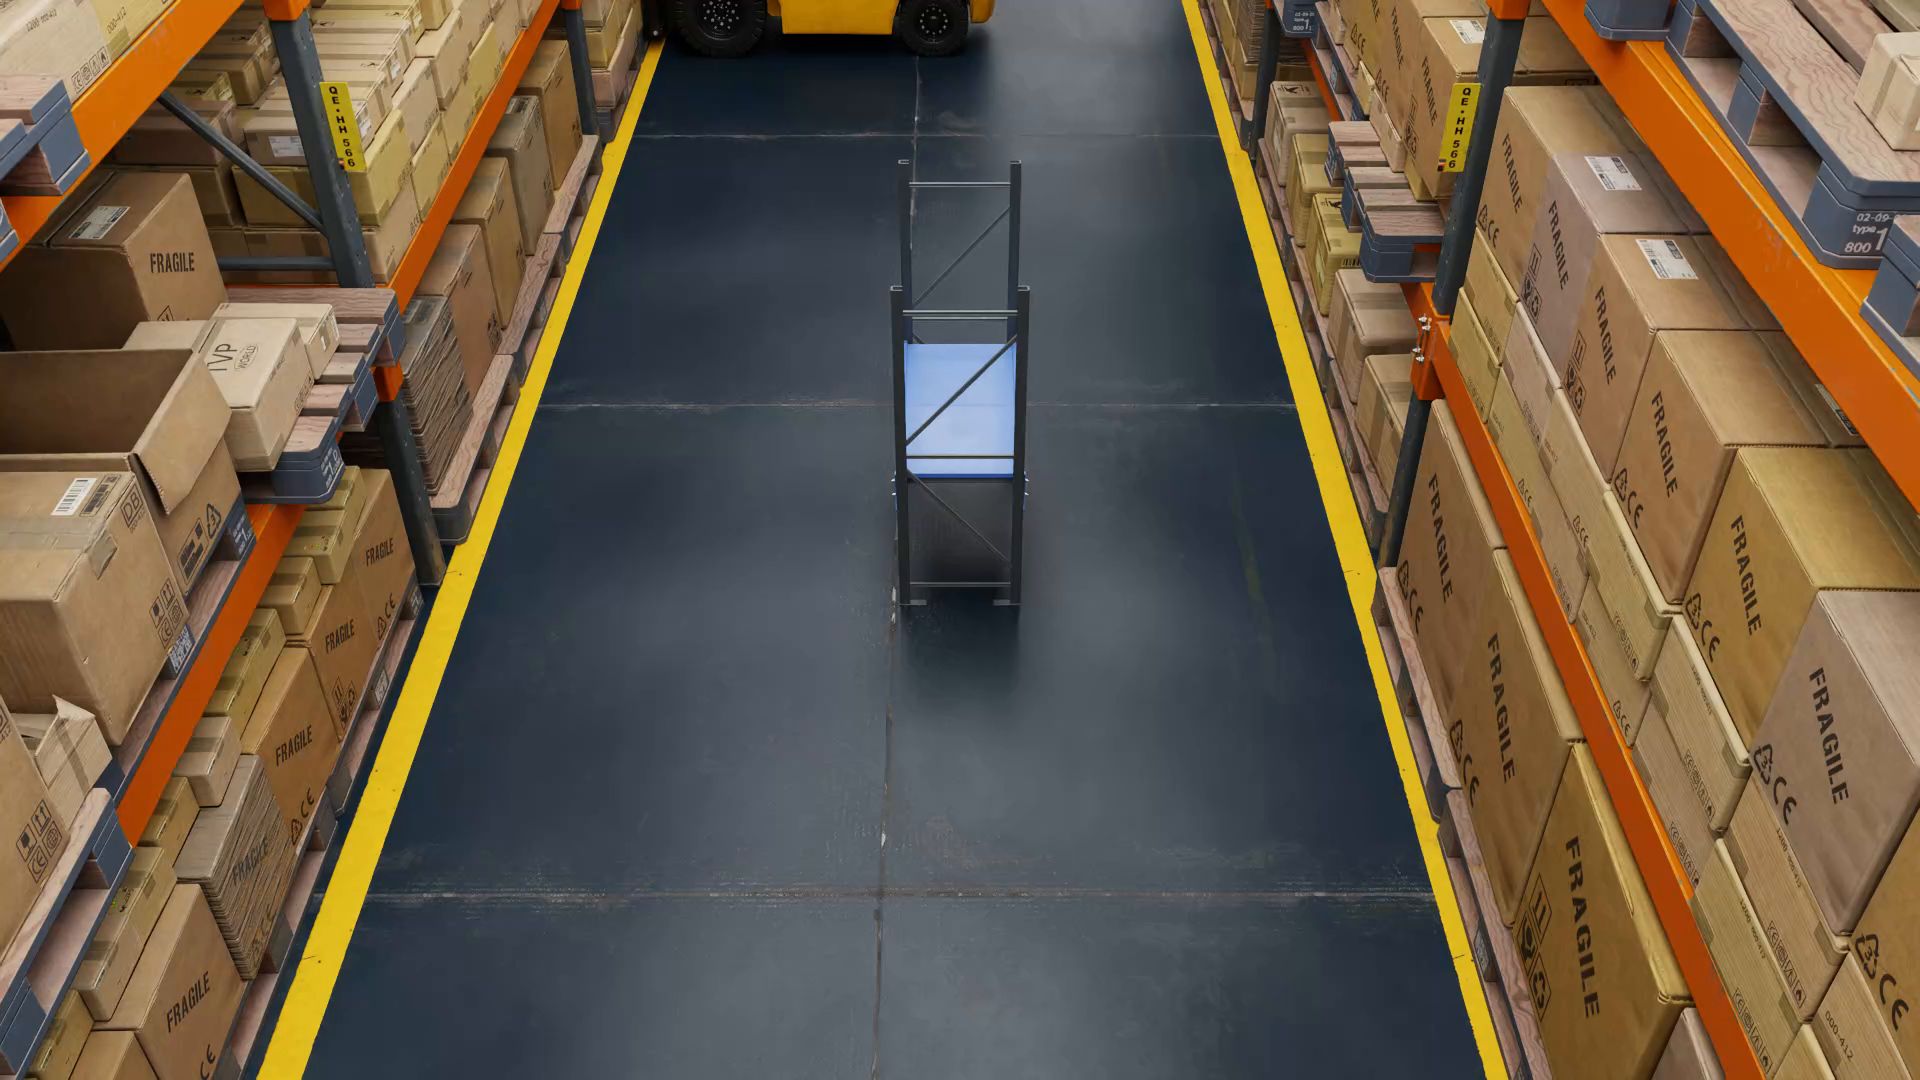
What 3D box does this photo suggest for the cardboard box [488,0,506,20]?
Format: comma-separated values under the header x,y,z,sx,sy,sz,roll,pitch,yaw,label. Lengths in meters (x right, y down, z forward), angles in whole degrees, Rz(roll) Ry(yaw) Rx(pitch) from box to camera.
x,y,z,sx,sy,sz,roll,pitch,yaw,label
-2.434,-2.697,7.938,0.500,0.250,0.500,1,39,1,cardboard box

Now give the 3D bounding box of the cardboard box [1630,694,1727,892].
x,y,z,sx,sy,sz,roll,pitch,yaw,label
2.047,0.632,4.183,0.500,0.250,0.500,-1,39,-1,cardboard box

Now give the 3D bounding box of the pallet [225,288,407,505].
x,y,z,sx,sy,sz,roll,pitch,yaw,label
-2.617,-0.509,5.640,1.213,0.211,1.003,0,39,0,pallet

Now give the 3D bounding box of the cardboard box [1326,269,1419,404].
x,y,z,sx,sy,sz,roll,pitch,yaw,label
2.276,-0.967,7.823,0.950,0.372,0.625,-1,39,-1,cardboard box

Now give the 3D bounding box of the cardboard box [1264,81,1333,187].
x,y,z,sx,sy,sz,roll,pitch,yaw,label
2.274,-2.326,9.519,0.950,0.372,0.625,0,39,1,cardboard box

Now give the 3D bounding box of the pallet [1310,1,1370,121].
x,y,z,sx,sy,sz,roll,pitch,yaw,label
2.232,-2.177,7.721,1.003,0.211,1.213,0,39,0,pallet

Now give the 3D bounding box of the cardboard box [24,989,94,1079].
x,y,z,sx,sy,sz,roll,pitch,yaw,label
-2.521,1.323,4.345,0.380,0.149,0.250,-1,39,-1,cardboard box

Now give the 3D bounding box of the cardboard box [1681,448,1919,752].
x,y,z,sx,sy,sz,roll,pitch,yaw,label
2.040,0.139,3.799,0.500,0.500,0.500,1,39,1,cardboard box

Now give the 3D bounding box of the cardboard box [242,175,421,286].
x,y,z,sx,sy,sz,roll,pitch,yaw,label
-2.444,-1.227,6.502,0.500,0.250,0.500,0,39,0,cardboard box

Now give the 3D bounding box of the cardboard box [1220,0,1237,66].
x,y,z,sx,sy,sz,roll,pitch,yaw,label
1.991,-3.309,10.843,0.500,0.250,0.500,-1,39,-1,cardboard box

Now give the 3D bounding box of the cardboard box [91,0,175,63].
x,y,z,sx,sy,sz,roll,pitch,yaw,label
-2.443,-1.485,4.425,0.500,0.250,0.500,0,39,0,cardboard box

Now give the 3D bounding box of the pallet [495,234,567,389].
x,y,z,sx,sy,sz,roll,pitch,yaw,label
-2.648,-1.196,8.573,1.003,0.211,1.213,0,39,0,pallet

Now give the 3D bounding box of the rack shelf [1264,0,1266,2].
x,y,z,sx,sy,sz,roll,pitch,yaw,label
2.269,-4.485,11.023,1.077,0.370,4.000,0,39,0,rack shelf

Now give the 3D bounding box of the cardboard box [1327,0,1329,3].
x,y,z,sx,sy,sz,roll,pitch,yaw,label
1.982,-2.741,8.137,0.380,0.149,0.250,1,39,1,cardboard box

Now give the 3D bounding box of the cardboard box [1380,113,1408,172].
x,y,z,sx,sy,sz,roll,pitch,yaw,label
1.922,-1.609,6.725,0.380,0.149,0.250,0,39,0,cardboard box

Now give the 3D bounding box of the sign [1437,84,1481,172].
x,y,z,sx,sy,sz,roll,pitch,yaw,label
1.733,-1.428,5.771,0.100,0.325,0.005,0,39,0,sign

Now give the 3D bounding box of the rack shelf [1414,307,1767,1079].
x,y,z,sx,sy,sz,roll,pitch,yaw,label
2.278,0.518,4.781,1.077,0.370,4.000,0,39,0,rack shelf

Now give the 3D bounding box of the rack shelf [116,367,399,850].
x,y,z,sx,sy,sz,roll,pitch,yaw,label
-2.686,0.524,4.773,1.077,0.370,4.000,0,39,0,rack shelf

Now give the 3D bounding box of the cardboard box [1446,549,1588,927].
x,y,z,sx,sy,sz,roll,pitch,yaw,label
2.190,0.641,5.414,0.875,0.875,0.875,0,39,1,cardboard box

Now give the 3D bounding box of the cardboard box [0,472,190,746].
x,y,z,sx,sy,sz,roll,pitch,yaw,label
-2.462,0.173,4.219,0.700,0.500,0.500,0,39,0,cardboard box

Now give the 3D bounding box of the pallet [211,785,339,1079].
x,y,z,sx,sy,sz,roll,pitch,yaw,label
-2.726,1.308,5.449,1.003,0.211,1.213,0,39,0,pallet

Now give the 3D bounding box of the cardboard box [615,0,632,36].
x,y,z,sx,sy,sz,roll,pitch,yaw,label
-2.387,-3.413,10.573,0.500,0.250,0.500,0,39,0,cardboard box

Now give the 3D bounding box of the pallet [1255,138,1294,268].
x,y,z,sx,sy,sz,roll,pitch,yaw,label
2.273,-1.940,9.502,1.003,0.211,1.213,0,39,0,pallet

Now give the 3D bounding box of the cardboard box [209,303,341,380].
x,y,z,sx,sy,sz,roll,pitch,yaw,label
-2.304,-0.663,5.544,0.380,0.149,0.250,1,39,1,cardboard box

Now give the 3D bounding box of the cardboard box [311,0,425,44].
x,y,z,sx,sy,sz,roll,pitch,yaw,label
-2.464,-2.148,6.933,0.380,0.149,0.250,0,39,0,cardboard box

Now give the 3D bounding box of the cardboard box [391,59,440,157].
x,y,z,sx,sy,sz,roll,pitch,yaw,label
-2.444,-1.735,6.737,0.500,0.250,0.500,1,39,1,cardboard box

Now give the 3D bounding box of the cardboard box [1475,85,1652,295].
x,y,z,sx,sy,sz,roll,pitch,yaw,label
2.032,-1.134,5.387,0.500,0.500,0.500,-1,39,-2,cardboard box

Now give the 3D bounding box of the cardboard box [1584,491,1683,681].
x,y,z,sx,sy,sz,roll,pitch,yaw,label
2.004,0.119,4.423,0.500,0.250,0.500,1,39,1,cardboard box

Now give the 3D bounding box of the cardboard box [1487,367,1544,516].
x,y,z,sx,sy,sz,roll,pitch,yaw,label
2.043,-0.328,5.380,0.500,0.250,0.500,-1,39,-1,cardboard box

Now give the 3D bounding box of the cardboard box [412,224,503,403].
x,y,z,sx,sy,sz,roll,pitch,yaw,label
-2.684,-1.044,7.717,0.875,0.625,0.625,1,39,1,cardboard box

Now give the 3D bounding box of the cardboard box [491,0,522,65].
x,y,z,sx,sy,sz,roll,pitch,yaw,label
-2.454,-2.511,8.104,0.500,0.250,0.500,0,39,0,cardboard box

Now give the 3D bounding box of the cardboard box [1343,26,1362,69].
x,y,z,sx,sy,sz,roll,pitch,yaw,label
1.959,-2.253,7.528,0.380,0.149,0.250,-1,39,-1,cardboard box

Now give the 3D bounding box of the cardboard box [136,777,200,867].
x,y,z,sx,sy,sz,roll,pitch,yaw,label
-2.511,0.842,4.945,0.380,0.149,0.250,0,39,0,cardboard box

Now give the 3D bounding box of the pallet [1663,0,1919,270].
x,y,z,sx,sy,sz,roll,pitch,yaw,label
2.334,-1.009,3.862,1.003,0.211,1.213,2,39,2,pallet

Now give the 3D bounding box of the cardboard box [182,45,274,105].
x,y,z,sx,sy,sz,roll,pitch,yaw,label
-2.942,-1.829,6.535,0.380,0.149,0.250,0,39,0,cardboard box

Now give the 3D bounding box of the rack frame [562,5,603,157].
x,y,z,sx,sy,sz,roll,pitch,yaw,label
-2.693,-3.509,9.230,1.000,3.000,0.127,0,39,0,rack frame

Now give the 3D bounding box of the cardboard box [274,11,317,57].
x,y,z,sx,sy,sz,roll,pitch,yaw,label
-2.967,-2.058,7.140,0.500,0.250,0.500,0,39,0,cardboard box

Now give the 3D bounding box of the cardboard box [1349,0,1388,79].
x,y,z,sx,sy,sz,roll,pitch,yaw,label
1.984,-2.256,7.012,0.500,0.500,0.500,-3,39,-3,cardboard box

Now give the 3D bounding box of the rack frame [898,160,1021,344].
x,y,z,sx,sy,sz,roll,pitch,yaw,label
-0.001,-0.956,7.244,0.500,1.500,0.032,0,39,0,rack frame

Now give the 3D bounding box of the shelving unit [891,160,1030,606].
x,y,z,sx,sy,sz,roll,pitch,yaw,label
0.000,-0.639,6.848,0.538,1.500,1.048,0,39,0,shelving unit

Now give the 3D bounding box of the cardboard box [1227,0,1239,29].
x,y,z,sx,sy,sz,roll,pitch,yaw,label
2.000,-3.586,10.590,0.500,0.500,0.500,1,39,1,cardboard box

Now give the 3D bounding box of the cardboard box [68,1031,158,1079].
x,y,z,sx,sy,sz,roll,pitch,yaw,label
-2.469,1.670,4.431,0.500,0.500,0.500,-1,39,-1,cardboard box

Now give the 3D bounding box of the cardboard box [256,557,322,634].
x,y,z,sx,sy,sz,roll,pitch,yaw,label
-2.447,0.195,5.753,0.380,0.149,0.250,-1,39,-2,cardboard box

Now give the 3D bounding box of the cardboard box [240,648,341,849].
x,y,z,sx,sy,sz,roll,pitch,yaw,label
-2.479,0.708,5.631,0.500,0.500,0.500,2,39,2,cardboard box

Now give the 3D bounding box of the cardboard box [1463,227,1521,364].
x,y,z,sx,sy,sz,roll,pitch,yaw,label
2.029,-0.833,5.611,0.500,0.250,0.500,0,39,0,cardboard box

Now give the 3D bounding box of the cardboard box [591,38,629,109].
x,y,z,sx,sy,sz,roll,pitch,yaw,label
-2.362,-2.903,10.337,0.500,0.250,0.500,0,39,0,cardboard box

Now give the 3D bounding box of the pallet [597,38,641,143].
x,y,z,sx,sy,sz,roll,pitch,yaw,label
-2.652,-2.918,10.723,1.003,0.211,1.213,0,39,0,pallet

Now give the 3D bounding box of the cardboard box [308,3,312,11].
x,y,z,sx,sy,sz,roll,pitch,yaw,label
-3.018,-2.302,7.125,0.380,0.149,0.250,-1,39,-1,cardboard box

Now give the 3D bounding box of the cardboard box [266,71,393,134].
x,y,z,sx,sy,sz,roll,pitch,yaw,label
-2.395,-1.666,6.332,0.380,0.149,0.250,1,39,1,cardboard box
